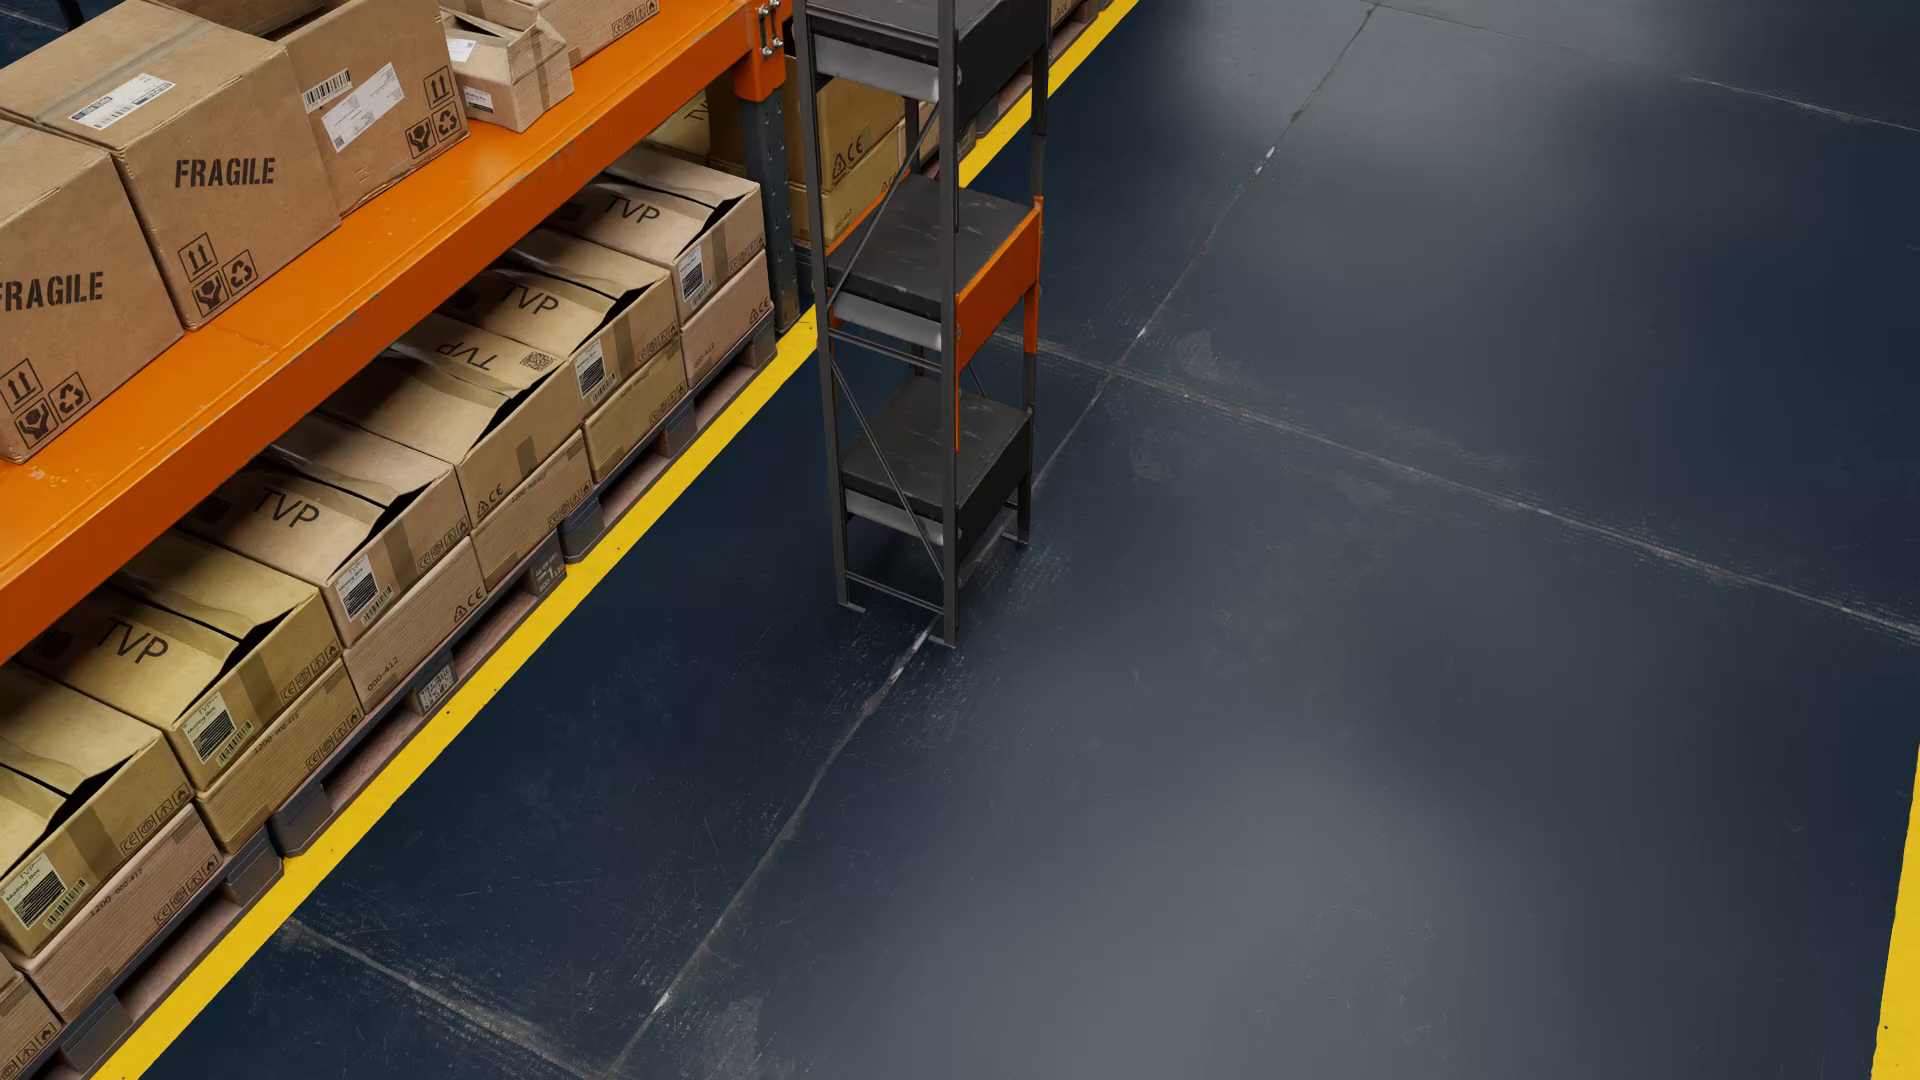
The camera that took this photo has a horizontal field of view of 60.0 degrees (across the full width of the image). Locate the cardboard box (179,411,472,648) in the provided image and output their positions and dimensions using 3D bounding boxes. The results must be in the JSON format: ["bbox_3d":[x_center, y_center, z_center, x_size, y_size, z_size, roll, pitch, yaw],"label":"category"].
[{"bbox_3d":[-1.690,-0.060,4.444,0.500,0.311,0.500,20,49,19],"label":"cardboard box"}]

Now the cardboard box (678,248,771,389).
[{"bbox_3d":[-0.985,-0.815,5.584,0.500,0.250,0.500,20,49,19],"label":"cardboard box"}]

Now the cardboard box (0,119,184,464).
[{"bbox_3d":[-2.142,-0.568,3.632,0.500,0.500,0.500,18,48,17],"label":"cardboard box"}]

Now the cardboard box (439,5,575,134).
[{"bbox_3d":[-1.295,-1.329,4.549,0.396,0.266,0.258,19,48,18],"label":"cardboard box"}]

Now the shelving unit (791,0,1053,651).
[{"bbox_3d":[-0.077,-0.634,4.400,0.431,2.100,0.503,20,49,19],"label":"shelving unit"}]

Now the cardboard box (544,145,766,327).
[{"bbox_3d":[-0.984,-1.019,5.392,0.500,0.311,0.500,20,49,19],"label":"cardboard box"}]

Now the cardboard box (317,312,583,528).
[{"bbox_3d":[-1.453,-0.375,4.756,0.500,0.311,0.500,20,49,19],"label":"cardboard box"}]

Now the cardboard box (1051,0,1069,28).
[{"bbox_3d":[0.134,-2.307,7.059,0.500,0.250,0.500,20,49,19],"label":"cardboard box"}]

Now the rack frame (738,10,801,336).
[{"bbox_3d":[-1.049,-1.990,5.108,1.000,3.000,0.127,20,49,19],"label":"rack frame"}]

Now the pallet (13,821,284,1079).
[{"bbox_3d":[-2.490,1.004,4.109,1.003,0.211,1.213,20,49,19],"label":"pallet"}]

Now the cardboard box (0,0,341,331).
[{"bbox_3d":[-1.897,-0.900,3.960,0.500,0.500,0.500,21,49,19],"label":"cardboard box"}]

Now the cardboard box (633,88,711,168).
[{"bbox_3d":[-1.028,-1.536,6.297,0.500,0.250,0.500,20,49,19],"label":"cardboard box"}]

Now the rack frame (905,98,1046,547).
[{"bbox_3d":[0.036,-0.788,4.552,0.400,2.100,0.015,20,49,19],"label":"rack frame"}]

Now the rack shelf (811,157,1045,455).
[{"bbox_3d":[-0.077,-0.624,4.410,0.431,0.518,0.480,20,49,19],"label":"rack shelf"}]

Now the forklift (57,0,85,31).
[{"bbox_3d":[-2.889,-2.614,5.773,1.130,2.935,3.031,27,51,24],"label":"forklift"}]

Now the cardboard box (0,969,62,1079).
[{"bbox_3d":[-2.403,1.115,3.677,0.500,0.250,0.500,20,49,19],"label":"cardboard box"}]

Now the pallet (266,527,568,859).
[{"bbox_3d":[-1.922,0.238,4.866,1.003,0.211,1.213,20,49,19],"label":"pallet"}]

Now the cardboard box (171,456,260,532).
[{"bbox_3d":[-2.174,-0.222,4.604,0.500,0.311,0.500,22,49,20],"label":"cardboard box"}]

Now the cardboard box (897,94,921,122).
[{"bbox_3d":[-0.332,-1.941,6.171,0.500,0.500,0.500,20,49,19],"label":"cardboard box"}]

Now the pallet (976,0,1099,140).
[{"bbox_3d":[-0.078,-2.269,7.344,1.003,0.211,1.213,20,49,19],"label":"pallet"}]

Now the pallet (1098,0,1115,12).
[{"bbox_3d":[0.489,-3.035,8.101,1.003,0.211,1.213,20,49,19],"label":"pallet"}]

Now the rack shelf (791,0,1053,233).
[{"bbox_3d":[-0.077,-1.116,3.912,0.431,0.518,0.480,20,49,19],"label":"rack shelf"}]

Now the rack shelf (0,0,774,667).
[{"bbox_3d":[-1.978,-0.478,4.119,1.077,0.370,4.000,20,49,19],"label":"rack shelf"}]

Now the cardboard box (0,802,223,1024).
[{"bbox_3d":[-2.170,0.798,3.990,0.500,0.250,0.500,19,48,18],"label":"cardboard box"}]

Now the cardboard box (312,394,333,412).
[{"bbox_3d":[-1.938,-0.550,4.929,0.500,0.311,0.500,19,48,18],"label":"cardboard box"}]

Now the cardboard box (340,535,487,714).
[{"bbox_3d":[-1.696,0.146,4.635,0.500,0.250,0.500,21,49,20],"label":"cardboard box"}]

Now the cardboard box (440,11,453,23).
[{"bbox_3d":[-1.642,-1.411,4.713,0.380,0.149,0.250,20,49,19],"label":"cardboard box"}]

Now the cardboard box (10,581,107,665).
[{"bbox_3d":[-2.409,0.093,4.292,0.500,0.311,0.500,20,49,19],"label":"cardboard box"}]

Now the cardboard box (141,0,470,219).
[{"bbox_3d":[-1.665,-1.215,4.272,0.500,0.500,0.500,24,50,22],"label":"cardboard box"}]

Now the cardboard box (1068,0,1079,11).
[{"bbox_3d":[0.368,-2.621,7.370,0.500,0.250,0.500,20,49,19],"label":"cardboard box"}]

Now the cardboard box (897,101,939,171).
[{"bbox_3d":[-0.329,-1.677,6.436,0.500,0.250,0.500,20,49,19],"label":"cardboard box"}]

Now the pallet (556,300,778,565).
[{"bbox_3d":[-1.357,-0.533,5.629,1.003,0.211,1.213,20,49,19],"label":"pallet"}]

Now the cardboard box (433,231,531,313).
[{"bbox_3d":[-1.699,-0.877,5.251,0.500,0.311,0.500,20,49,19],"label":"cardboard box"}]

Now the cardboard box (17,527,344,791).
[{"bbox_3d":[-1.928,0.264,4.124,0.500,0.311,0.500,19,48,18],"label":"cardboard box"}]

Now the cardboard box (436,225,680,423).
[{"bbox_3d":[-1.219,-0.689,5.066,0.500,0.311,0.500,22,49,20],"label":"cardboard box"}]

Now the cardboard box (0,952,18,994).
[{"bbox_3d":[-2.403,0.918,3.477,0.500,0.311,0.500,22,49,20],"label":"cardboard box"}]

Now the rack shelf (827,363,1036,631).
[{"bbox_3d":[-0.077,-0.132,4.908,0.431,0.518,0.480,20,49,19],"label":"rack shelf"}]

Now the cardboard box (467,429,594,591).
[{"bbox_3d":[-1.459,-0.174,4.951,0.500,0.250,0.500,21,49,20],"label":"cardboard box"}]

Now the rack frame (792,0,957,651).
[{"bbox_3d":[-0.190,-0.480,4.248,0.400,2.100,0.015,20,49,19],"label":"rack frame"}]

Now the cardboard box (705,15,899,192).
[{"bbox_3d":[-0.557,-1.624,5.857,0.500,0.500,0.500,20,49,19],"label":"cardboard box"}]

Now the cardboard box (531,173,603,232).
[{"bbox_3d":[-1.462,-1.191,5.561,0.500,0.311,0.500,21,49,19],"label":"cardboard box"}]

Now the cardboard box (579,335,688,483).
[{"bbox_3d":[-1.222,-0.497,5.270,0.500,0.250,0.500,20,49,18],"label":"cardboard box"}]

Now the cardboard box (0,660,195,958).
[{"bbox_3d":[-2.167,0.585,3.807,0.500,0.311,0.500,19,48,18],"label":"cardboard box"}]

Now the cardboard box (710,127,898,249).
[{"bbox_3d":[-0.566,-1.364,6.127,0.500,0.250,0.500,20,49,19],"label":"cardboard box"}]

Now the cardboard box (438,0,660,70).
[{"bbox_3d":[-1.239,-1.613,4.841,0.500,0.250,0.500,23,50,21],"label":"cardboard box"}]

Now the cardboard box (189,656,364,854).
[{"bbox_3d":[-1.934,0.469,4.316,0.500,0.250,0.500,19,48,18],"label":"cardboard box"}]

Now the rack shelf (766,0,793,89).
[{"bbox_3d":[-0.121,-2.998,6.609,1.077,0.370,4.000,20,49,19],"label":"rack shelf"}]

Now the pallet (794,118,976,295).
[{"bbox_3d":[-0.643,-1.497,6.581,1.003,0.211,1.213,20,49,19],"label":"pallet"}]
